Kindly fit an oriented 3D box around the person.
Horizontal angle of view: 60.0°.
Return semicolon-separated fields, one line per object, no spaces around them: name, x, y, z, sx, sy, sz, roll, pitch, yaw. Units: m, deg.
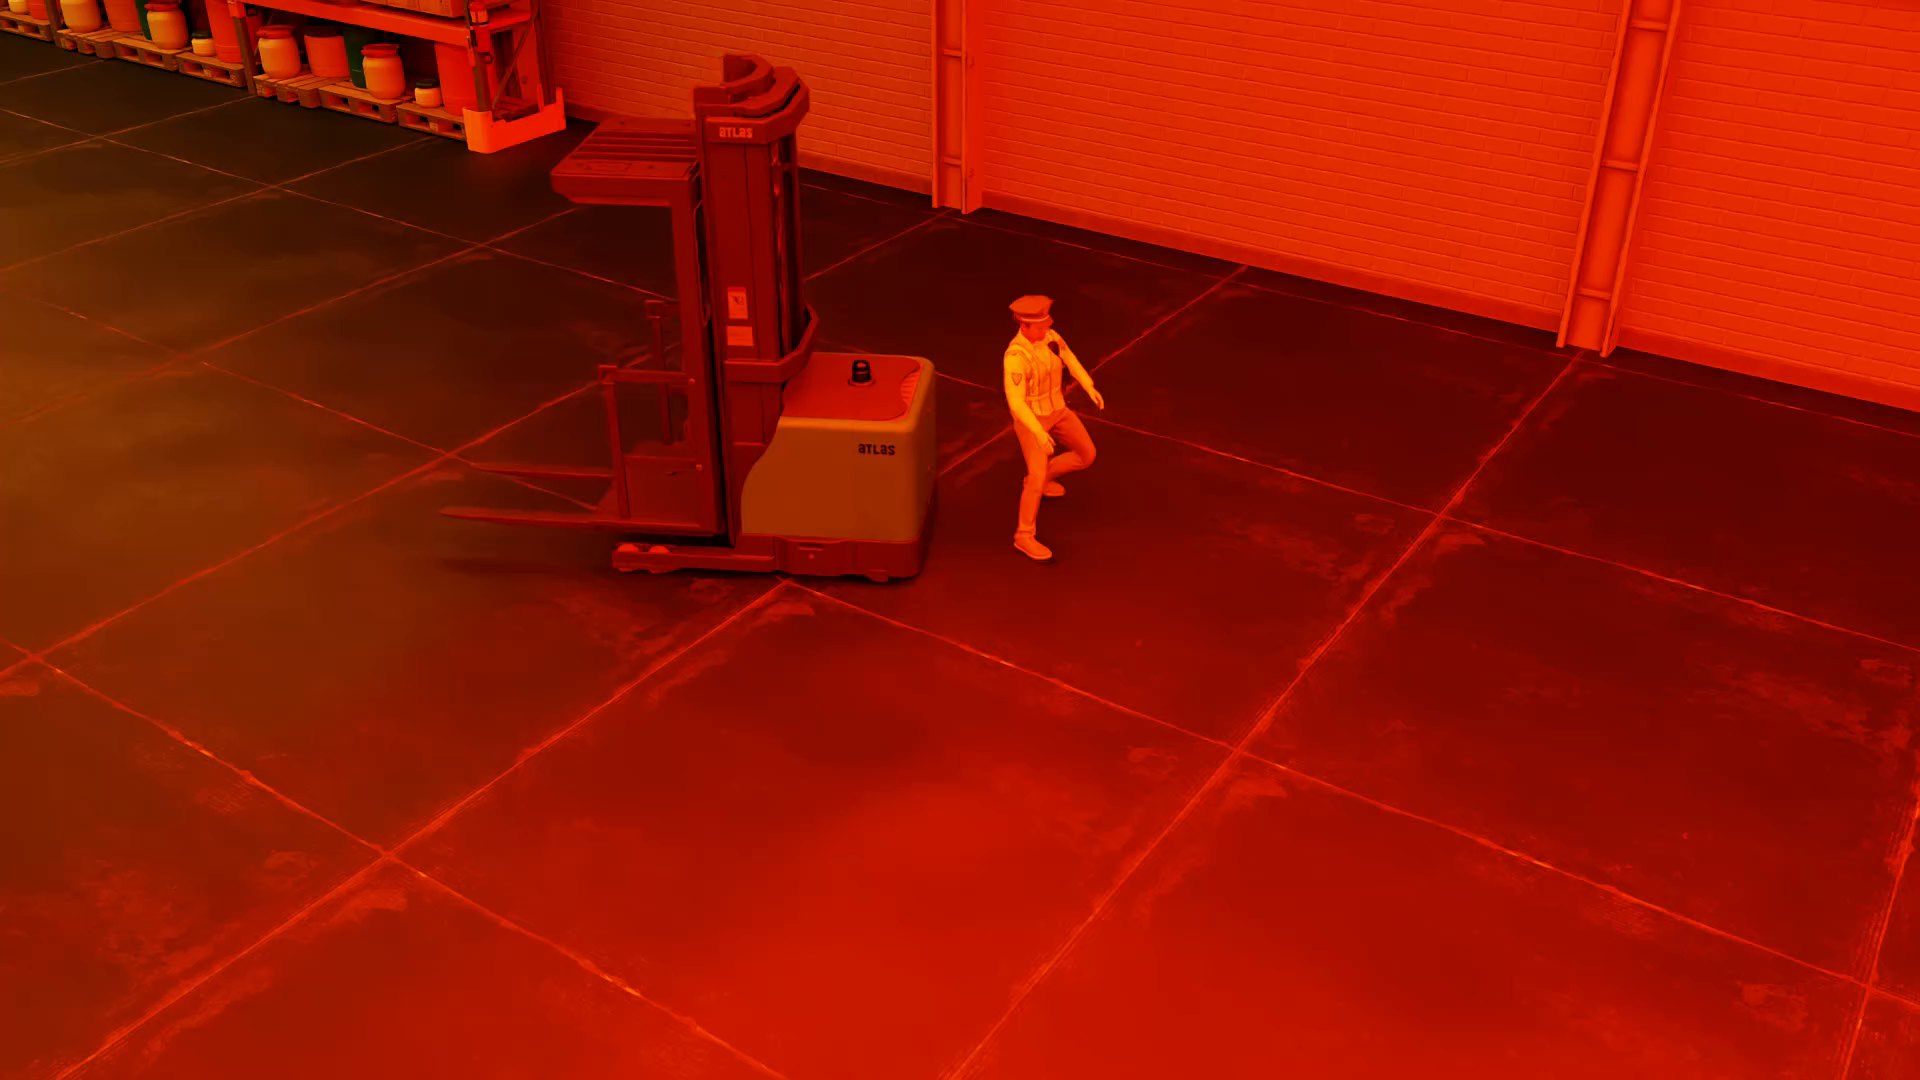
person;0.561;-0.754;10.293;0.629;1.497;0.801;26;39;37

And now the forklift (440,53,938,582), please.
forklift;-1.696;-1.321;9.856;3.031;2.935;1.130;3;30;6
